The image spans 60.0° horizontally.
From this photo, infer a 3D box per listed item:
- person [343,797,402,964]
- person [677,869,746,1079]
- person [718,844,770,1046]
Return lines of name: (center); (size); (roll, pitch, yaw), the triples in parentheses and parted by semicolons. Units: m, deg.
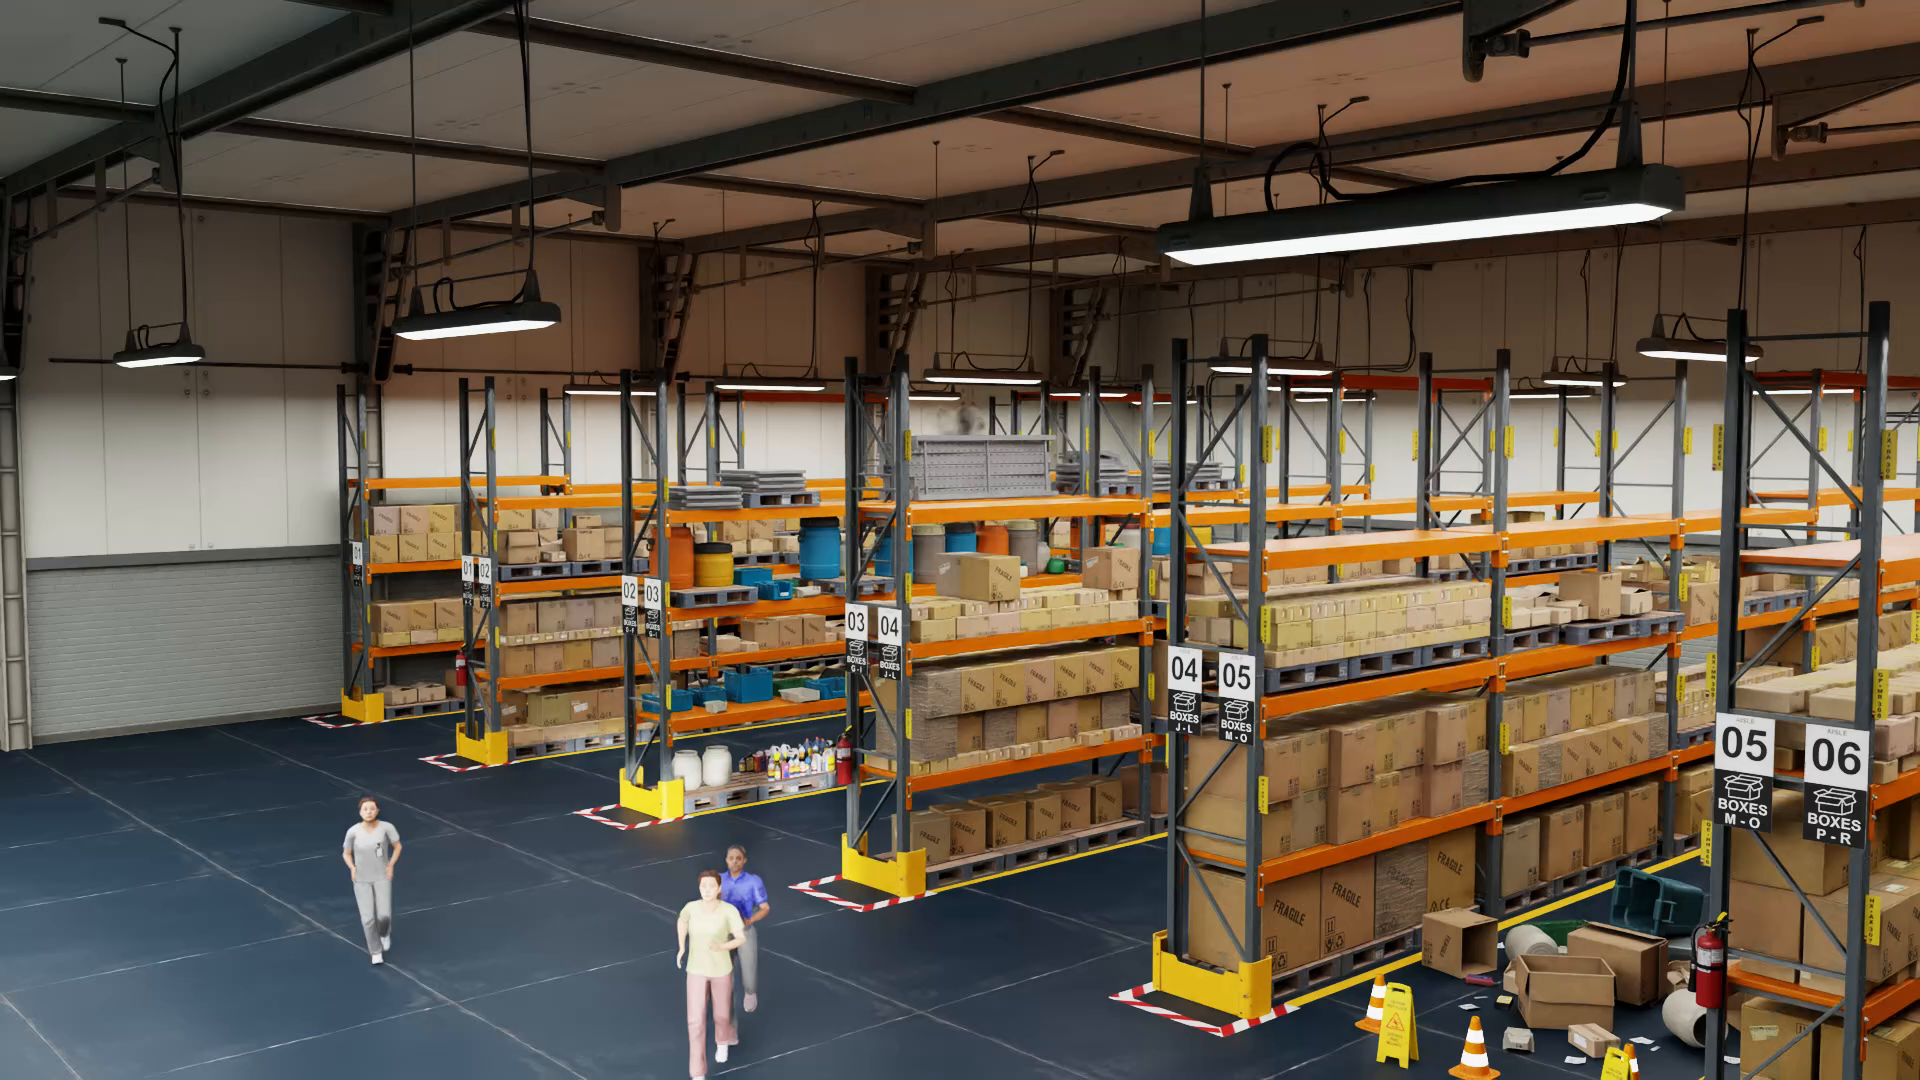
person: (-5.694, 3.290, 16.115); (0.541, 1.624, 0.553); (-1, 4, -16)
person: (-1.979, 3.432, 13.181); (0.577, 1.663, 0.947); (0, 4, -1)
person: (-1.924, 3.414, 14.241); (0.588, 1.620, 0.774); (0, 4, -2)
